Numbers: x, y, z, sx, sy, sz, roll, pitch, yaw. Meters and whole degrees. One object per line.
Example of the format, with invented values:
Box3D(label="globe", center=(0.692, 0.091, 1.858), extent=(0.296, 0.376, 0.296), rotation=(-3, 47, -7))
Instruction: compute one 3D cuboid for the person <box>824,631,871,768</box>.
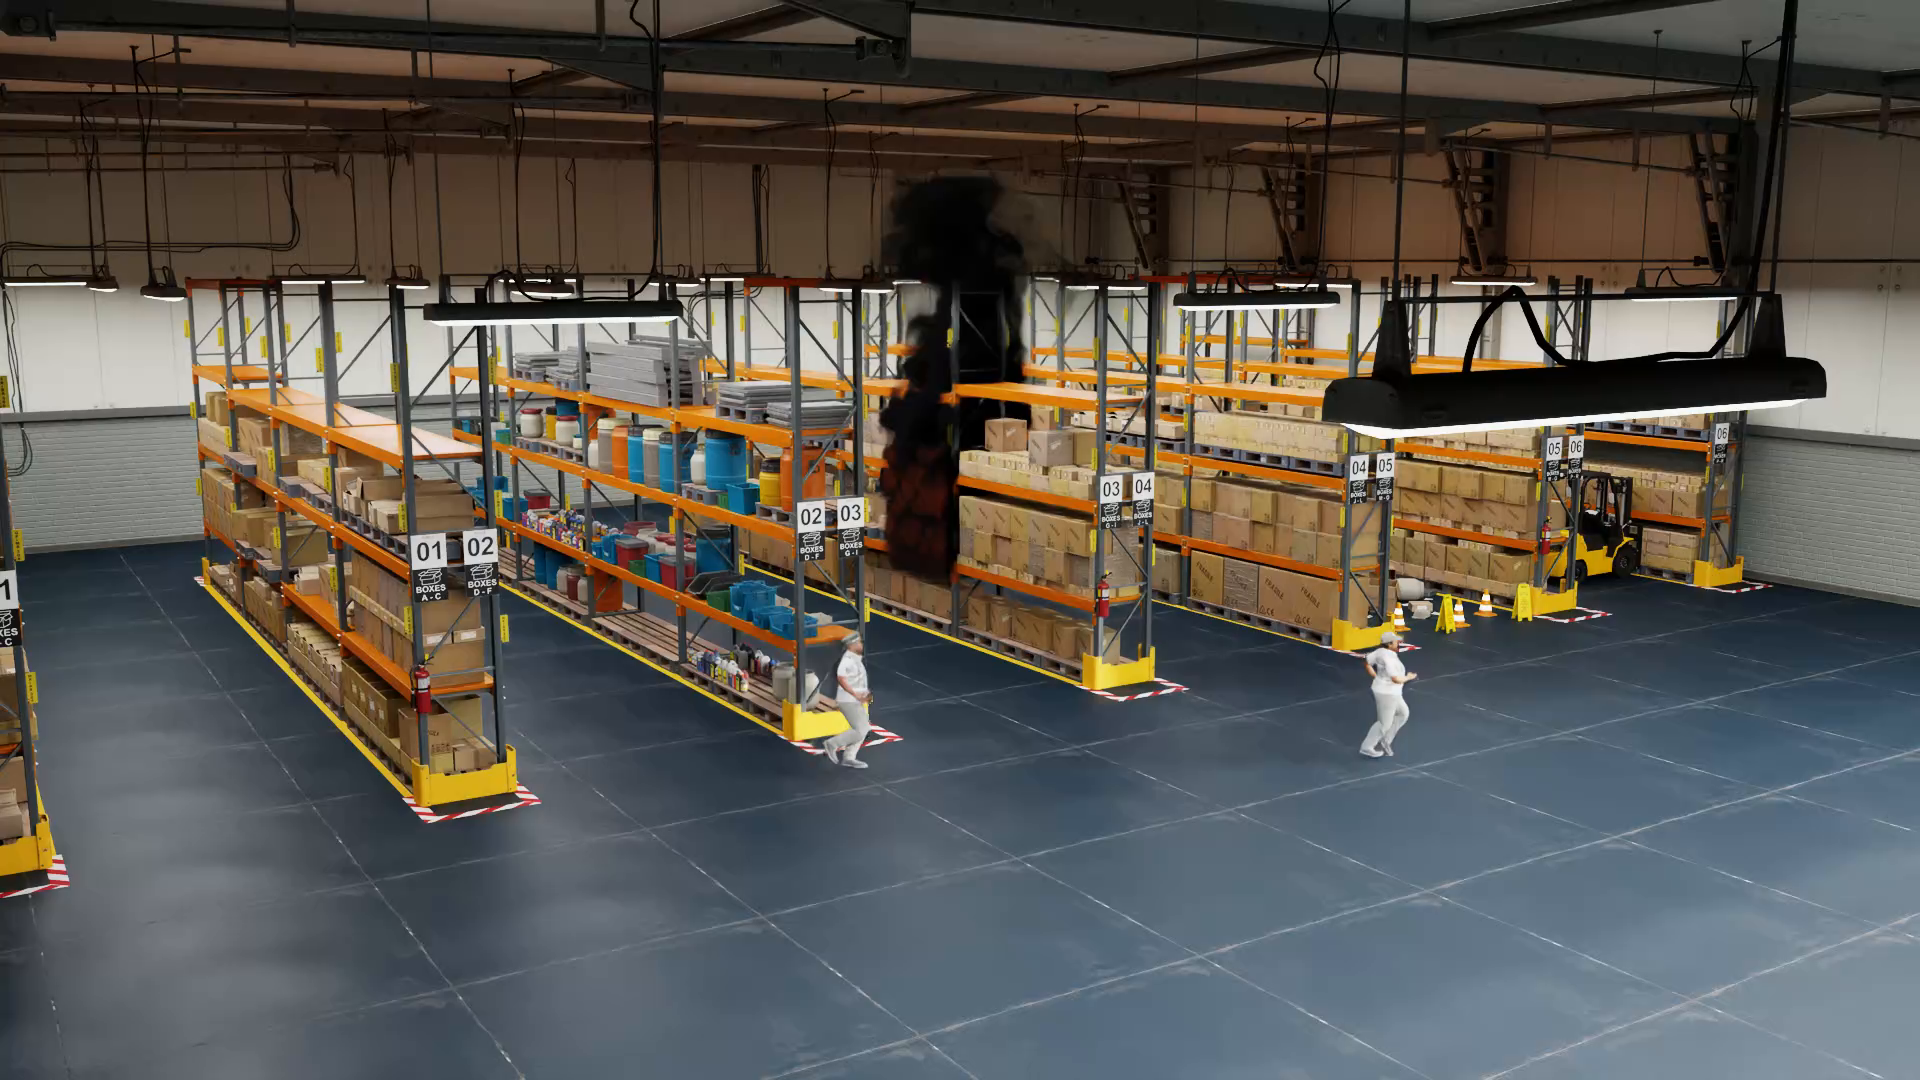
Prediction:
Box3D(label="person", center=(-1.421, 1.997, 21.010), extent=(0.578, 1.721, 0.687), rotation=(0, 10, 1))

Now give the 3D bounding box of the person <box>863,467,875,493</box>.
Box3D(label="person", center=(-2.151, -0.876, 38.224), extent=(0.596, 1.622, 0.765), rotation=(-5, 11, -27))

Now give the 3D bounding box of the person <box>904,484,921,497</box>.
Box3D(label="person", center=(-1.160, -1.648, 42.861), extent=(0.611, 1.683, 0.576), rotation=(-4, 10, -22))

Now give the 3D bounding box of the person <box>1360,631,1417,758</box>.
Box3D(label="person", center=(5.474, 1.986, 21.254), extent=(0.688, 1.685, 0.578), rotation=(1, 10, 4))
